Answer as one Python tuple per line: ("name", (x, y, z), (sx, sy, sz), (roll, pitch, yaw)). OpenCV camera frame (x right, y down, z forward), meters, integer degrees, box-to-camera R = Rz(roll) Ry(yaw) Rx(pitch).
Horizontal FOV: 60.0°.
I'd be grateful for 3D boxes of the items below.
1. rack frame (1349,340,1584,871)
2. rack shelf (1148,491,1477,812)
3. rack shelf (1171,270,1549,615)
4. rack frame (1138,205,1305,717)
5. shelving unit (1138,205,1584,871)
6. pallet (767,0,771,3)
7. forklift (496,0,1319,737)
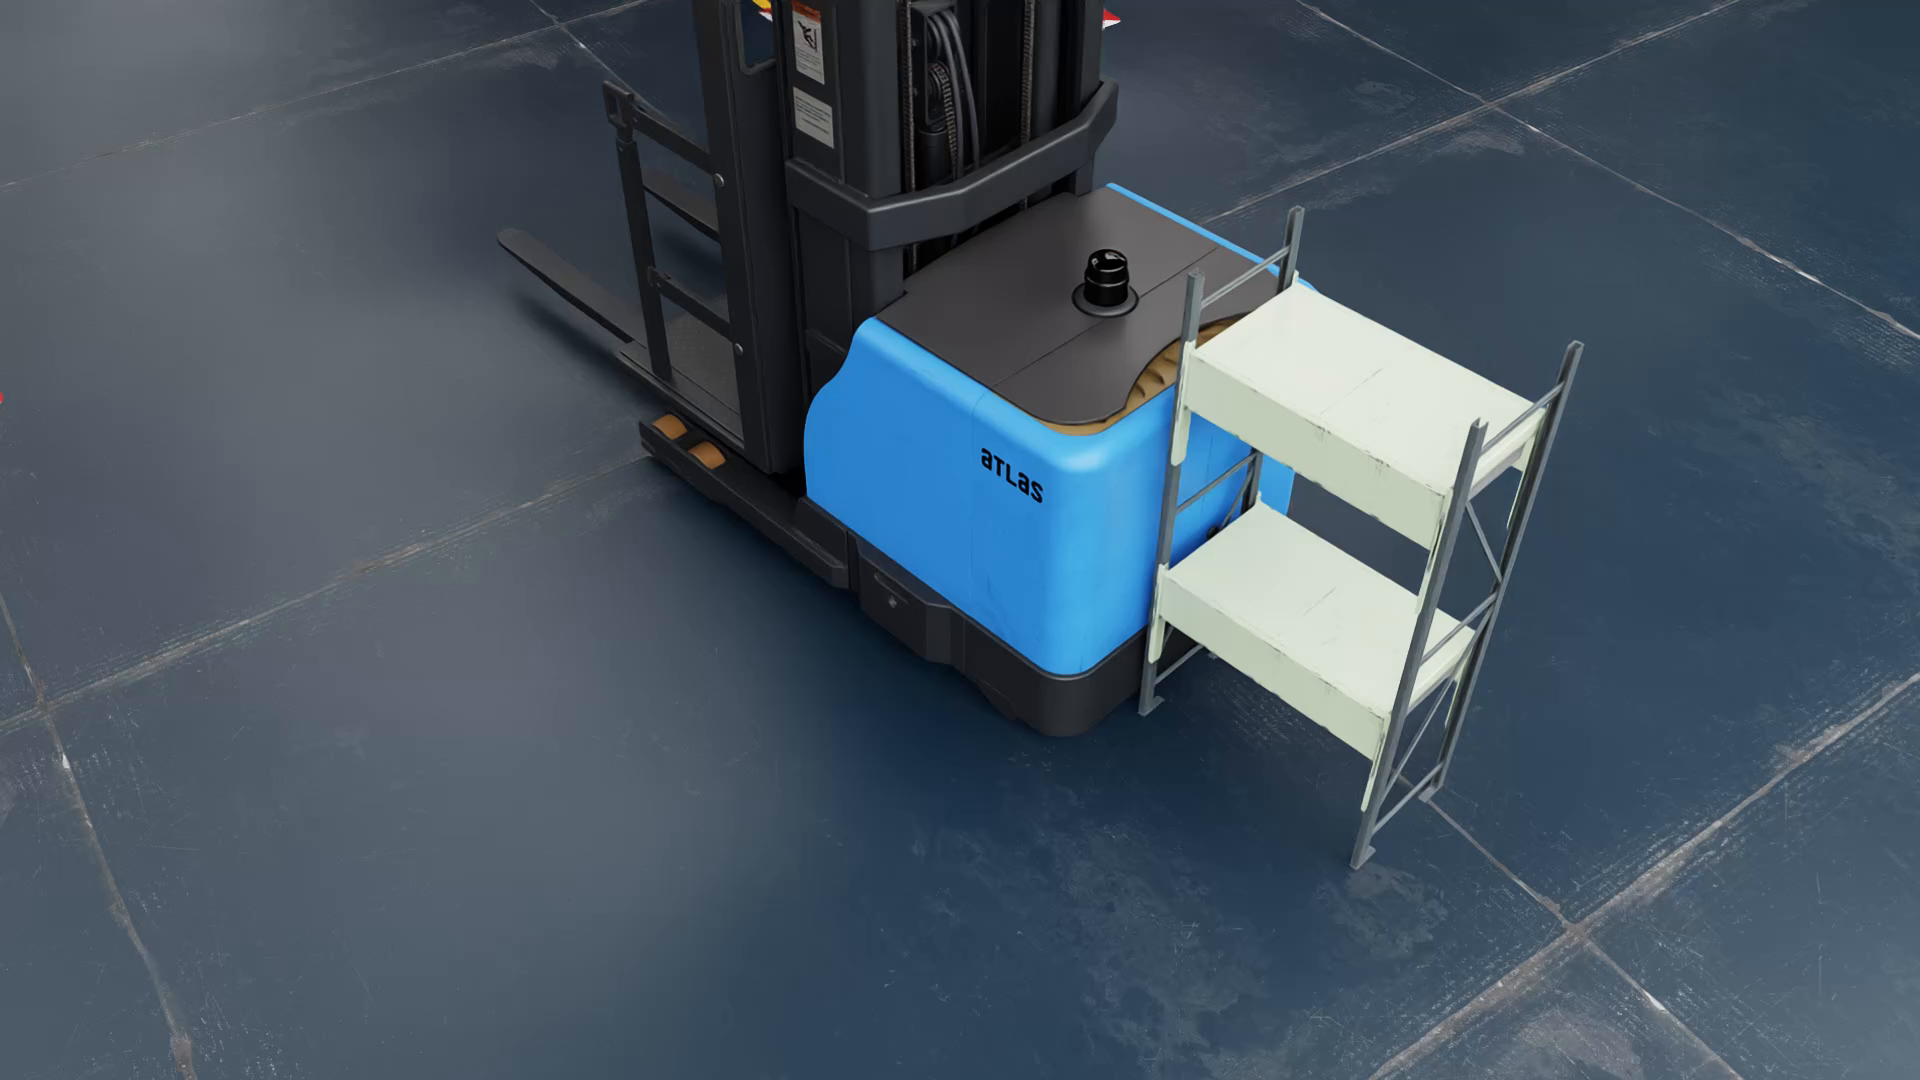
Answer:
("rack frame", (1.169, 0.220, 3.933), (0.400, 1.500, 0.023), (-34, 53, -30))
("rack shelf", (0.913, 0.276, 4.347), (0.431, 0.370, 0.720), (-34, 53, -30))
("rack shelf", (0.913, -0.243, 3.853), (0.431, 0.370, 0.720), (-34, 53, -30))
("rack frame", (0.657, -0.141, 4.311), (0.400, 1.500, 0.023), (-34, 53, -30))
("shelving unit", (0.913, 0.040, 4.122), (0.431, 1.500, 0.755), (-34, 53, -30))
("pallet", (-0.710, -3.047, 8.289), (1.003, 0.211, 1.213), (-26, 49, -24))
("forklift", (-0.406, -1.434, 4.630), (1.130, 2.935, 3.031), (-34, 53, -30))
